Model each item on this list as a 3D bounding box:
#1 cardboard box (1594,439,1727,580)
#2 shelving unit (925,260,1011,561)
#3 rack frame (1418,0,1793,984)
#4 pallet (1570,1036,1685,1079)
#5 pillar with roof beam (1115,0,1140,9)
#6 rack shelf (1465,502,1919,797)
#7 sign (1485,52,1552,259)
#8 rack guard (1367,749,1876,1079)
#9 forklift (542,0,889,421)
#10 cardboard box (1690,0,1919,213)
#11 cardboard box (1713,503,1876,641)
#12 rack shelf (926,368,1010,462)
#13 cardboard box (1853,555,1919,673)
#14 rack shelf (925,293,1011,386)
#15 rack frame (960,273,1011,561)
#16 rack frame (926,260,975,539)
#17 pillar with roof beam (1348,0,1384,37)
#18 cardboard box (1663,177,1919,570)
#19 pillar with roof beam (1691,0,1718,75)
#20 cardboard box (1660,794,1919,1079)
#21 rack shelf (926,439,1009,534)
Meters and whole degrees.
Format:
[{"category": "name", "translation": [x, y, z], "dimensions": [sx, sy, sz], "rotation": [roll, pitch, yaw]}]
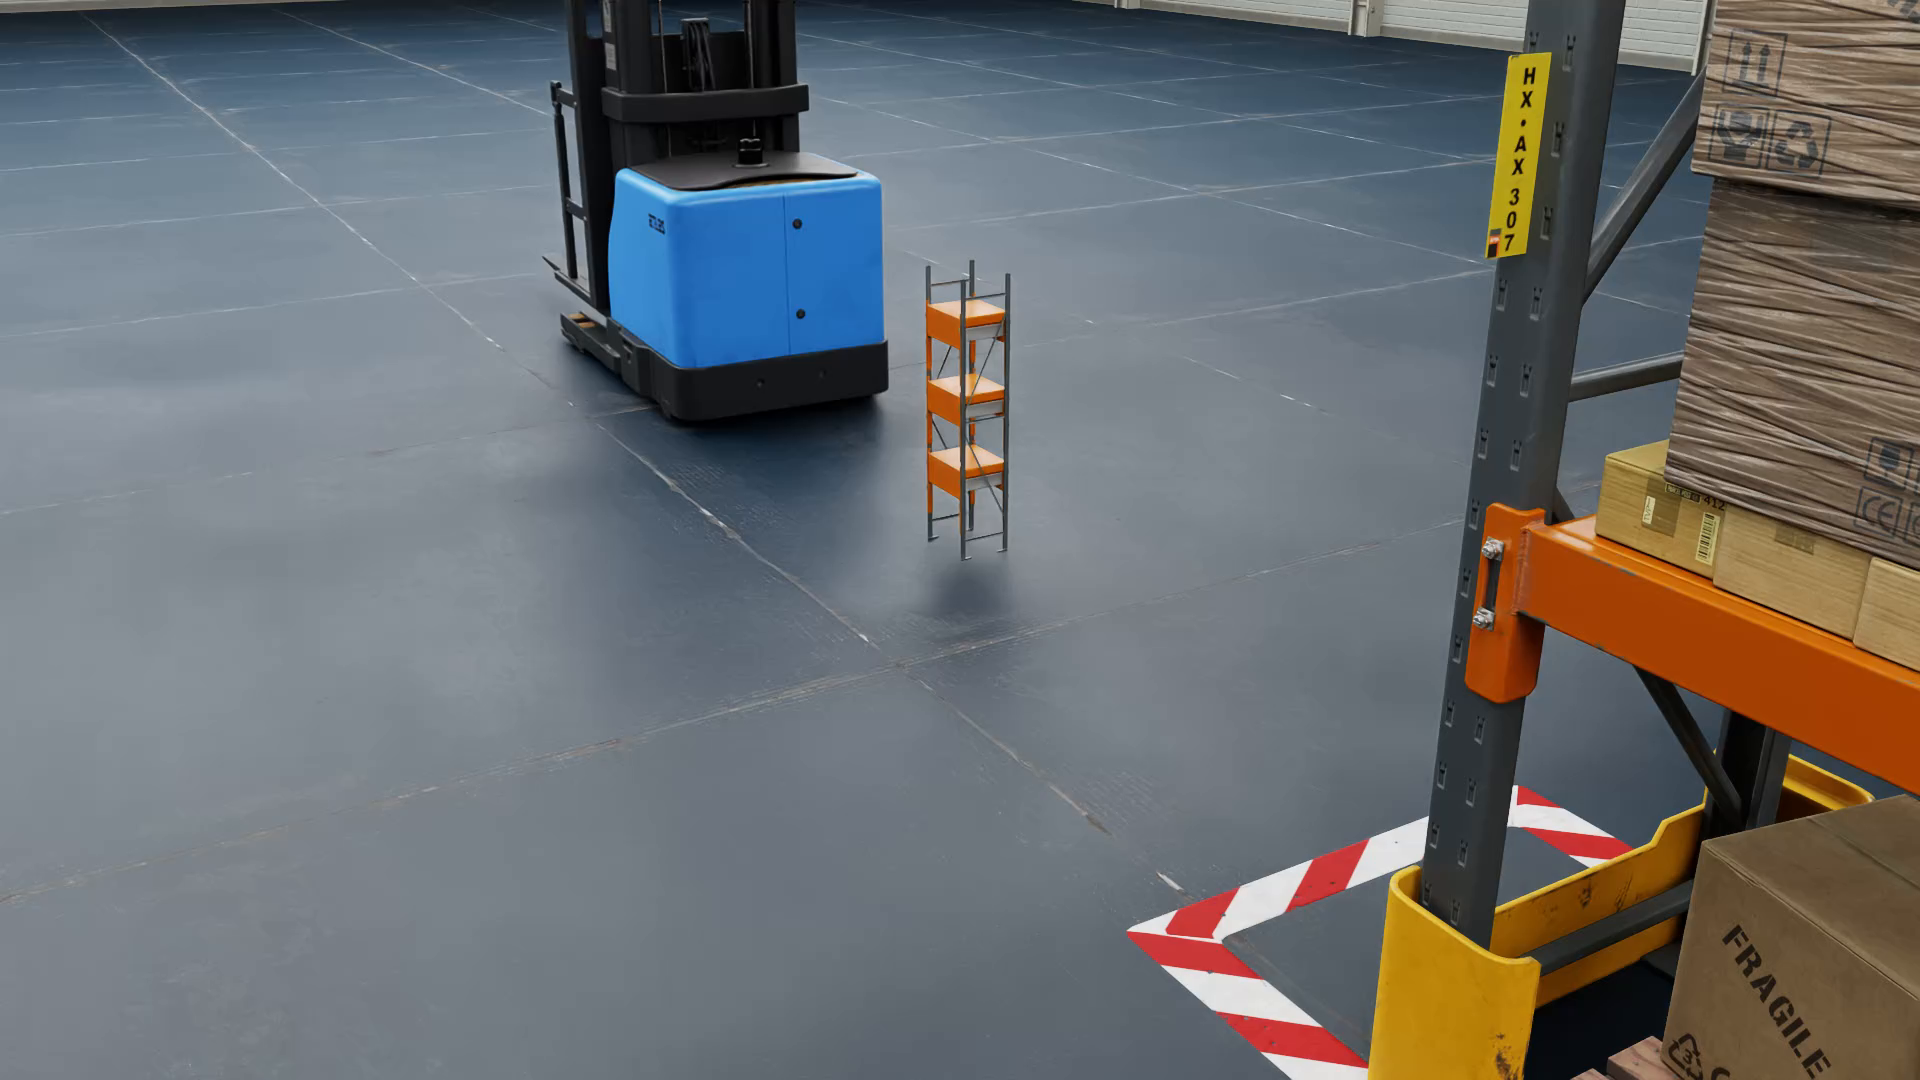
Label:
[{"category": "cardboard box", "translation": [1.321, -0.075, 2.845], "dimensions": [0.380, 0.149, 0.250], "rotation": [-13, 25, -28]}, {"category": "shelving unit", "translation": [0.027, -0.469, 6.071], "dimensions": [0.215, 1.050, 0.252], "rotation": [-13, 25, -28]}, {"category": "rack frame", "translation": [1.380, -0.329, 3.138], "dimensions": [1.000, 3.000, 0.127], "rotation": [-13, 25, -28]}, {"category": "pallet", "translation": [1.804, 1.257, 2.938], "dimensions": [1.003, 0.211, 1.213], "rotation": [-13, 25, -28]}, {"category": "pillar with roof beam", "translation": [-0.704, -12.847, 25.969], "dimensions": [9.100, 9.000, 0.400], "rotation": [-13, 25, -28]}, {"category": "rack shelf", "translation": [2.402, 0.652, 1.680], "dimensions": [1.077, 0.370, 4.000], "rotation": [-13, 25, -28]}, {"category": "sign", "translation": [0.914, -0.626, 2.718], "dimensions": [0.100, 0.325, 0.005], "rotation": [-13, 25, -28]}, {"category": "rack guard", "translation": [1.419, 0.853, 3.548], "dimensions": [1.175, 0.500, 0.348], "rotation": [-13, 25, -28]}, {"category": "forklift", "translation": [-1.475, -2.405, 8.335], "dimensions": [1.130, 2.935, 3.031], "rotation": [-11, 25, -26]}, {"category": "cardboard box", "translation": [1.427, -0.746, 2.307], "dimensions": [0.500, 0.500, 0.500], "rotation": [-13, 25, -28]}, {"category": "cardboard box", "translation": [1.432, 0.010, 2.637], "dimensions": [0.380, 0.149, 0.250], "rotation": [-13, 25, -28]}, {"category": "rack shelf", "translation": [0.027, -0.459, 6.075], "dimensions": [0.215, 0.259, 0.240], "rotation": [-13, 25, -28]}, {"category": "cardboard box", "translation": [1.547, 0.094, 2.431], "dimensions": [0.380, 0.149, 0.250], "rotation": [-13, 25, -28]}, {"category": "rack shelf", "translation": [0.027, -0.722, 5.968], "dimensions": [0.215, 0.259, 0.240], "rotation": [-13, 25, -28]}, {"category": "rack frame", "translation": [0.090, -0.430, 5.974], "dimensions": [0.200, 1.050, 0.008], "rotation": [-13, 25, -28]}, {"category": "rack frame", "translation": [-0.035, -0.509, 6.168], "dimensions": [0.200, 1.050, 0.008], "rotation": [-13, 25, -28]}, {"category": "pillar with roof beam", "translation": [2.361, -10.905, 21.190], "dimensions": [9.100, 9.000, 0.400], "rotation": [-13, 25, -28]}, {"category": "cardboard box", "translation": [1.638, -0.330, 2.612], "dimensions": [0.875, 0.500, 0.500], "rotation": [-13, 25, -28]}, {"category": "pillar with roof beam", "translation": [5.426, -8.963, 16.412], "dimensions": [9.100, 9.000, 0.400], "rotation": [-13, 25, -28]}, {"category": "cardboard box", "translation": [1.685, 0.840, 3.024], "dimensions": [0.500, 0.500, 0.500], "rotation": [-8, 23, -18]}, {"category": "rack shelf", "translation": [0.027, -0.202, 6.180], "dimensions": [0.215, 0.259, 0.240], "rotation": [-13, 25, -28]}]
